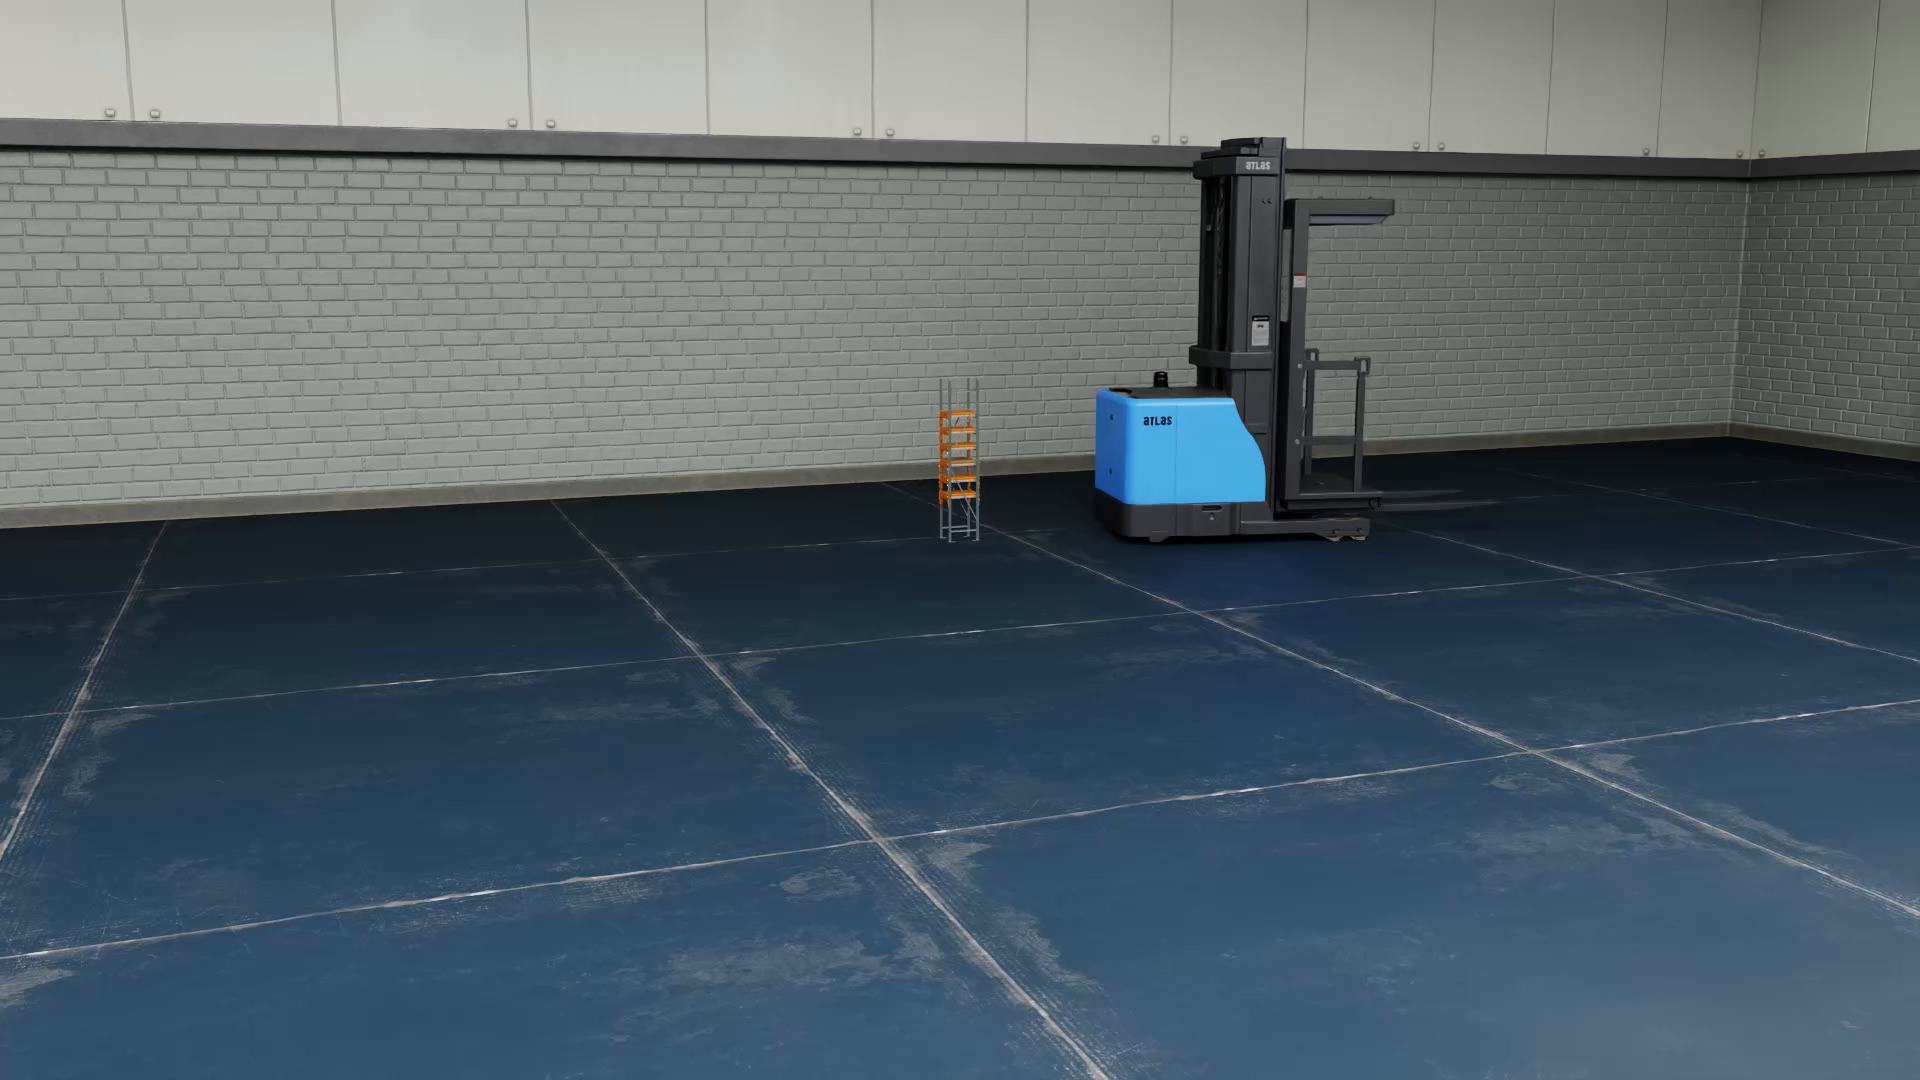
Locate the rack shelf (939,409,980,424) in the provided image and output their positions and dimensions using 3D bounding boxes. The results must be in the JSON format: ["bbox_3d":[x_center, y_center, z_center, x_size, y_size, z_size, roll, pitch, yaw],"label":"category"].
[{"bbox_3d":[-0.005,-0.904,12.273,0.258,0.103,0.180,-4,11,-21],"label":"rack shelf"}]

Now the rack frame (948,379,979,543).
[{"bbox_3d":[0.028,-0.578,12.244,0.240,1.200,0.006,-4,11,-21],"label":"rack frame"}]

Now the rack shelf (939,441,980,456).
[{"bbox_3d":[-0.005,-0.667,12.315,0.258,0.103,0.180,-4,11,-21],"label":"rack shelf"}]

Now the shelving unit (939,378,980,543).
[{"bbox_3d":[-0.005,-0.593,12.328,0.258,1.200,0.189,-4,11,-21],"label":"shelving unit"}]

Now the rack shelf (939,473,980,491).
[{"bbox_3d":[-0.005,-0.431,12.357,0.258,0.103,0.180,-4,11,-21],"label":"rack shelf"}]

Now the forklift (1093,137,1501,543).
[{"bbox_3d":[2.607,-1.524,12.618,3.031,2.935,1.130,-2,10,-10],"label":"forklift"}]

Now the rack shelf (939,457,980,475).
[{"bbox_3d":[-0.005,-0.549,12.336,0.258,0.103,0.180,-4,11,-21],"label":"rack shelf"}]

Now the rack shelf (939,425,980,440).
[{"bbox_3d":[-0.005,-0.786,12.294,0.258,0.103,0.180,-4,11,-21],"label":"rack shelf"}]

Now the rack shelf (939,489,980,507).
[{"bbox_3d":[-0.005,-0.313,12.378,0.258,0.103,0.180,-4,11,-21],"label":"rack shelf"}]

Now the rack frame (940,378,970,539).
[{"bbox_3d":[-0.038,-0.608,12.412,0.240,1.200,0.006,-4,11,-21],"label":"rack frame"}]
